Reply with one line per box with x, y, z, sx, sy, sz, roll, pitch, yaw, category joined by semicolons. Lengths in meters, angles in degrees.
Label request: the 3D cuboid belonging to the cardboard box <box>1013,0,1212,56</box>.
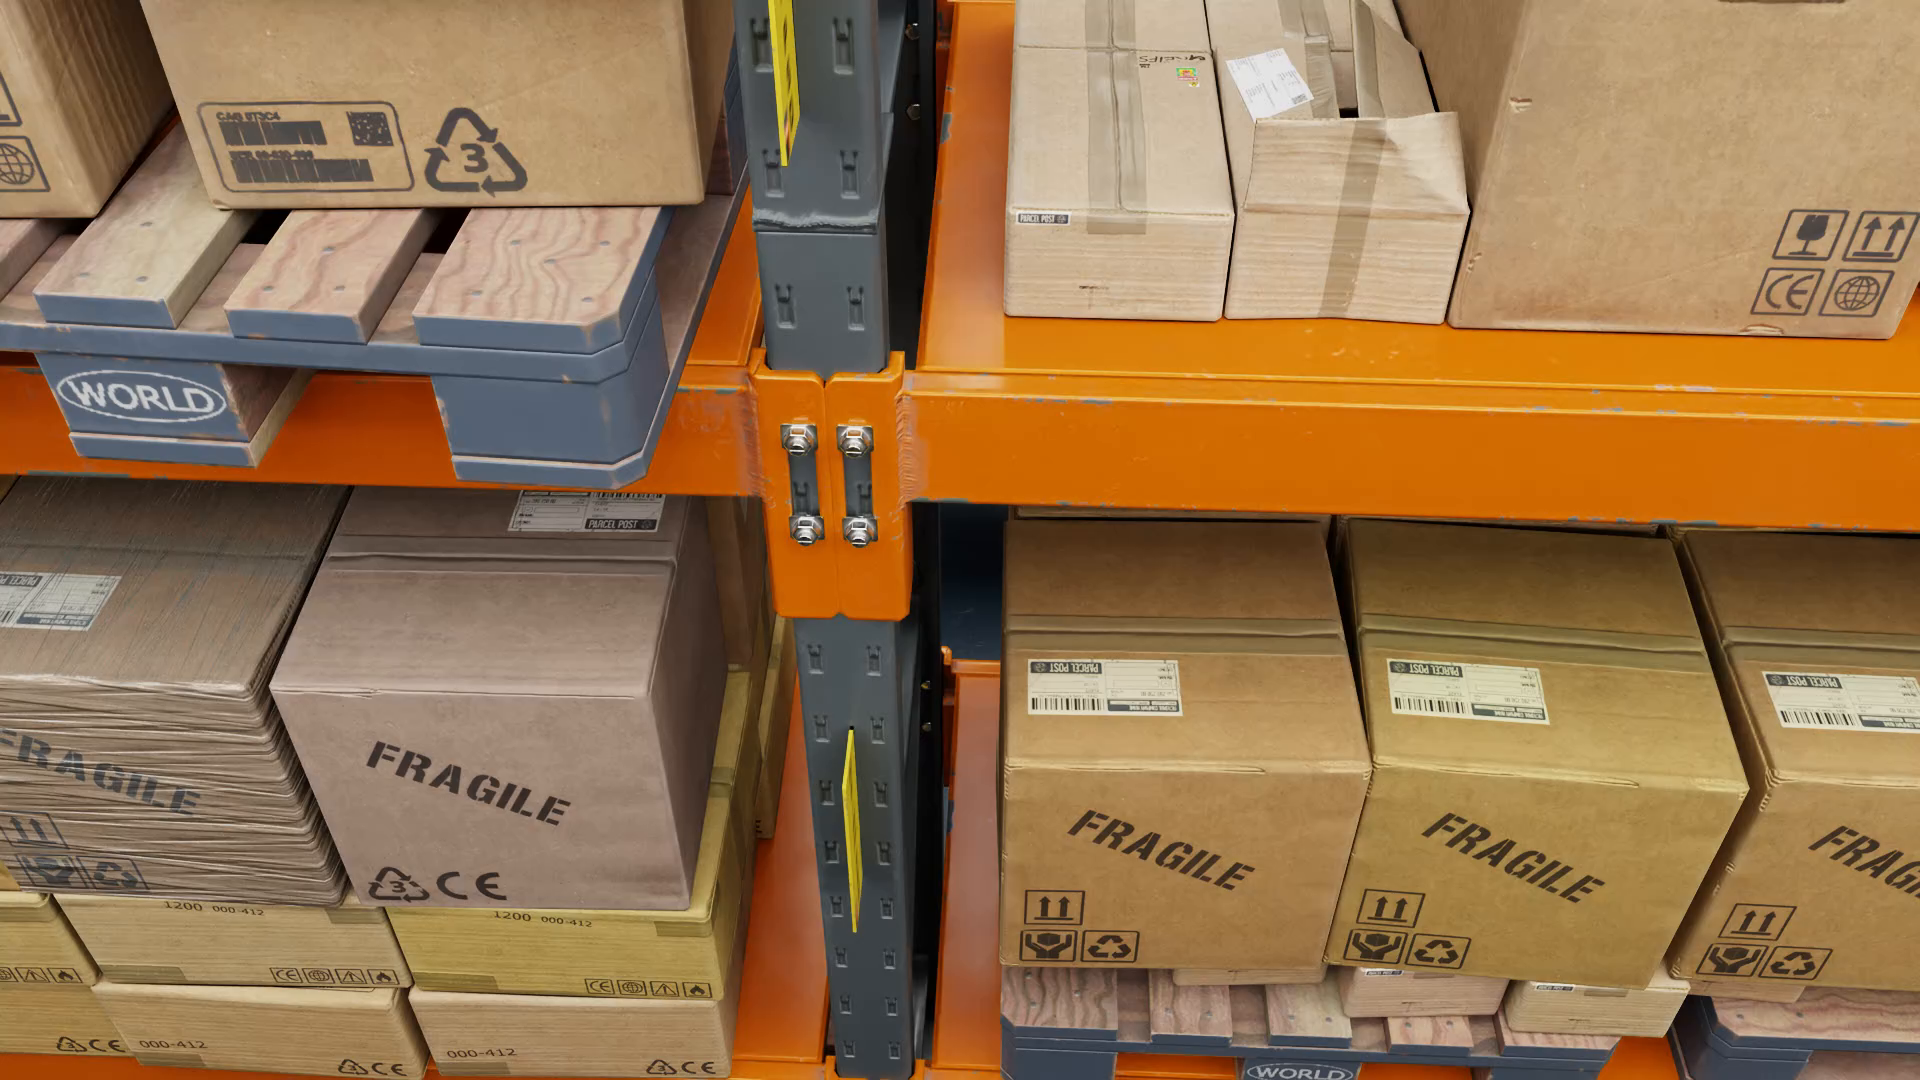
0.200;-0.692;2.276;0.250;0.149;0.380;2;43;2;cardboard box

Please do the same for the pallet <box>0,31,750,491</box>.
-0.770;-0.565;2.094;1.003;0.211;1.213;4;43;4;pallet

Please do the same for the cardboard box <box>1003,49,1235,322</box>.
0.183;-0.433;1.998;0.250;0.149;0.380;2;43;2;cardboard box

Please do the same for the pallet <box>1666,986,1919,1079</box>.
1.855;0.550;3.100;1.213;0.211;1.003;2;43;2;pallet

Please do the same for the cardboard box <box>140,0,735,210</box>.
-0.508;-0.751;1.771;0.637;0.503;0.797;-1;43;-1;cardboard box

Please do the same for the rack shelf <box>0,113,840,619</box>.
-2.122;-0.449;2.358;4.000;0.370;1.077;2;43;2;rack shelf

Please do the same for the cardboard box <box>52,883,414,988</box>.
-1.132;0.464;2.795;0.500;0.250;0.500;1;43;1;cardboard box

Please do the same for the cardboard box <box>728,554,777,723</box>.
-0.619;0.135;3.147;0.500;0.250;0.500;1;43;2;cardboard box

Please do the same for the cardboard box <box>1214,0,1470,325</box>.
0.438;-0.468;1.950;0.258;0.266;0.396;2;43;2;cardboard box

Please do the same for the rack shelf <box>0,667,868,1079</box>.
-2.122;0.649;3.381;4.000;0.370;1.077;2;43;2;rack shelf

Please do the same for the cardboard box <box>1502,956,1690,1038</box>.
1.018;0.616;2.765;0.250;0.149;0.380;2;43;2;cardboard box

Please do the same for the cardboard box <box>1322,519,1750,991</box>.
0.836;0.331;2.595;0.500;0.500;0.500;4;43;4;cardboard box

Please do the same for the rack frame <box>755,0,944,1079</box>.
-0.124;0.447;3.070;0.127;3.000;1.000;2;43;2;rack frame

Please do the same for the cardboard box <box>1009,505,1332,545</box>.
0.343;-0.027;2.979;0.500;0.500;0.500;1;43;1;cardboard box

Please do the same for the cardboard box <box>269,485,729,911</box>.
-0.652;0.207;2.520;0.500;0.500;0.500;1;43;1;cardboard box

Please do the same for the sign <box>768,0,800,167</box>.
-0.157;-0.491;1.438;0.005;0.325;0.100;2;43;2;sign

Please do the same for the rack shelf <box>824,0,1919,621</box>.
1.874;-0.326;2.226;4.000;0.370;1.077;2;43;2;rack shelf

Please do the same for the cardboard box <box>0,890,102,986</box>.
-1.644;0.462;2.797;0.500;0.250;0.500;1;43;1;cardboard box

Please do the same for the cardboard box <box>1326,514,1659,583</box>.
0.860;-0.019;2.970;0.500;0.500;0.500;1;43;1;cardboard box

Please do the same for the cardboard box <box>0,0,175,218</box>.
-1.122;-0.742;1.764;0.500;0.500;0.700;0;43;0;cardboard box

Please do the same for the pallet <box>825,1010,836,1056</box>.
-0.908;1.392;4.101;1.213;0.211;1.003;2;43;2;pallet

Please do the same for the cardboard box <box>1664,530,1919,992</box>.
1.367;0.342;2.582;0.500;0.500;0.500;2;43;3;cardboard box

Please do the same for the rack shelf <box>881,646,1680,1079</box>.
1.874;0.772;3.249;4.000;0.370;1.077;2;43;2;rack shelf

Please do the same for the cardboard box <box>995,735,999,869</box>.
0.192;0.522;2.865;0.250;0.149;0.380;-1;43;-1;cardboard box

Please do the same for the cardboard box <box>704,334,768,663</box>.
-0.606;-0.137;2.890;0.500;0.500;0.500;0;43;0;cardboard box

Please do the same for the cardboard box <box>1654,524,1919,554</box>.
1.364;-0.004;2.954;0.500;0.500;0.500;-1;43;-1;cardboard box

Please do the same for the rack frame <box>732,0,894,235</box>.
-0.124;-1.748;1.025;0.127;3.000;1.000;2;43;2;rack frame

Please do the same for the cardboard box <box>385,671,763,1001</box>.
-0.619;0.477;2.780;0.500;0.250;0.500;2;43;2;cardboard box

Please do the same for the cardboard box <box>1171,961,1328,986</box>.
0.473;0.553;2.832;0.250;0.149;0.380;-1;43;-1;cardboard box

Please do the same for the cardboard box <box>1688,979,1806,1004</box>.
1.263;0.570;2.814;0.250;0.149;0.380;4;43;4;cardboard box

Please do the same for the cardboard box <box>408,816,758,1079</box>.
-0.641;0.663;2.948;0.500;0.250;0.500;0;43;0;cardboard box

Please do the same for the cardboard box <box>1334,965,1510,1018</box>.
0.744;0.593;2.789;0.250;0.149;0.380;-1;43;-1;cardboard box

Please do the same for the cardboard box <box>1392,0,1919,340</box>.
0.822;-0.651;1.974;0.500;0.500;0.700;2;43;2;cardboard box

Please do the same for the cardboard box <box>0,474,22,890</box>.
-1.661;0.177;2.553;0.500;0.500;0.500;2;43;2;cardboard box

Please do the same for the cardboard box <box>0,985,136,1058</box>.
-1.654;0.632;2.981;0.500;0.250;0.500;1;43;1;cardboard box

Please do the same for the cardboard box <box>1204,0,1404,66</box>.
0.449;-0.690;2.274;0.250;0.149;0.380;2;43;2;cardboard box

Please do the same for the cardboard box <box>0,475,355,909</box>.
-1.165;0.197;2.531;0.500;0.500;0.500;2;43;3;cardboard box

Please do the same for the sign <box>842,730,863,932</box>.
-0.146;0.401;2.269;0.005;0.325;0.100;2;43;2;sign

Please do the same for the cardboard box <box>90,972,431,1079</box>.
-1.152;0.658;2.953;0.500;0.250;0.500;2;43;3;cardboard box

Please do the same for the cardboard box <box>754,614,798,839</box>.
-0.602;0.316;3.321;0.500;0.250;0.500;1;43;1;cardboard box

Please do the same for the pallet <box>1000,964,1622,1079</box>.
0.593;0.467;3.189;1.003;0.211;1.213;2;43;2;pallet

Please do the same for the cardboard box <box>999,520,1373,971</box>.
0.315;0.319;2.607;0.500;0.500;0.500;1;43;1;cardboard box
